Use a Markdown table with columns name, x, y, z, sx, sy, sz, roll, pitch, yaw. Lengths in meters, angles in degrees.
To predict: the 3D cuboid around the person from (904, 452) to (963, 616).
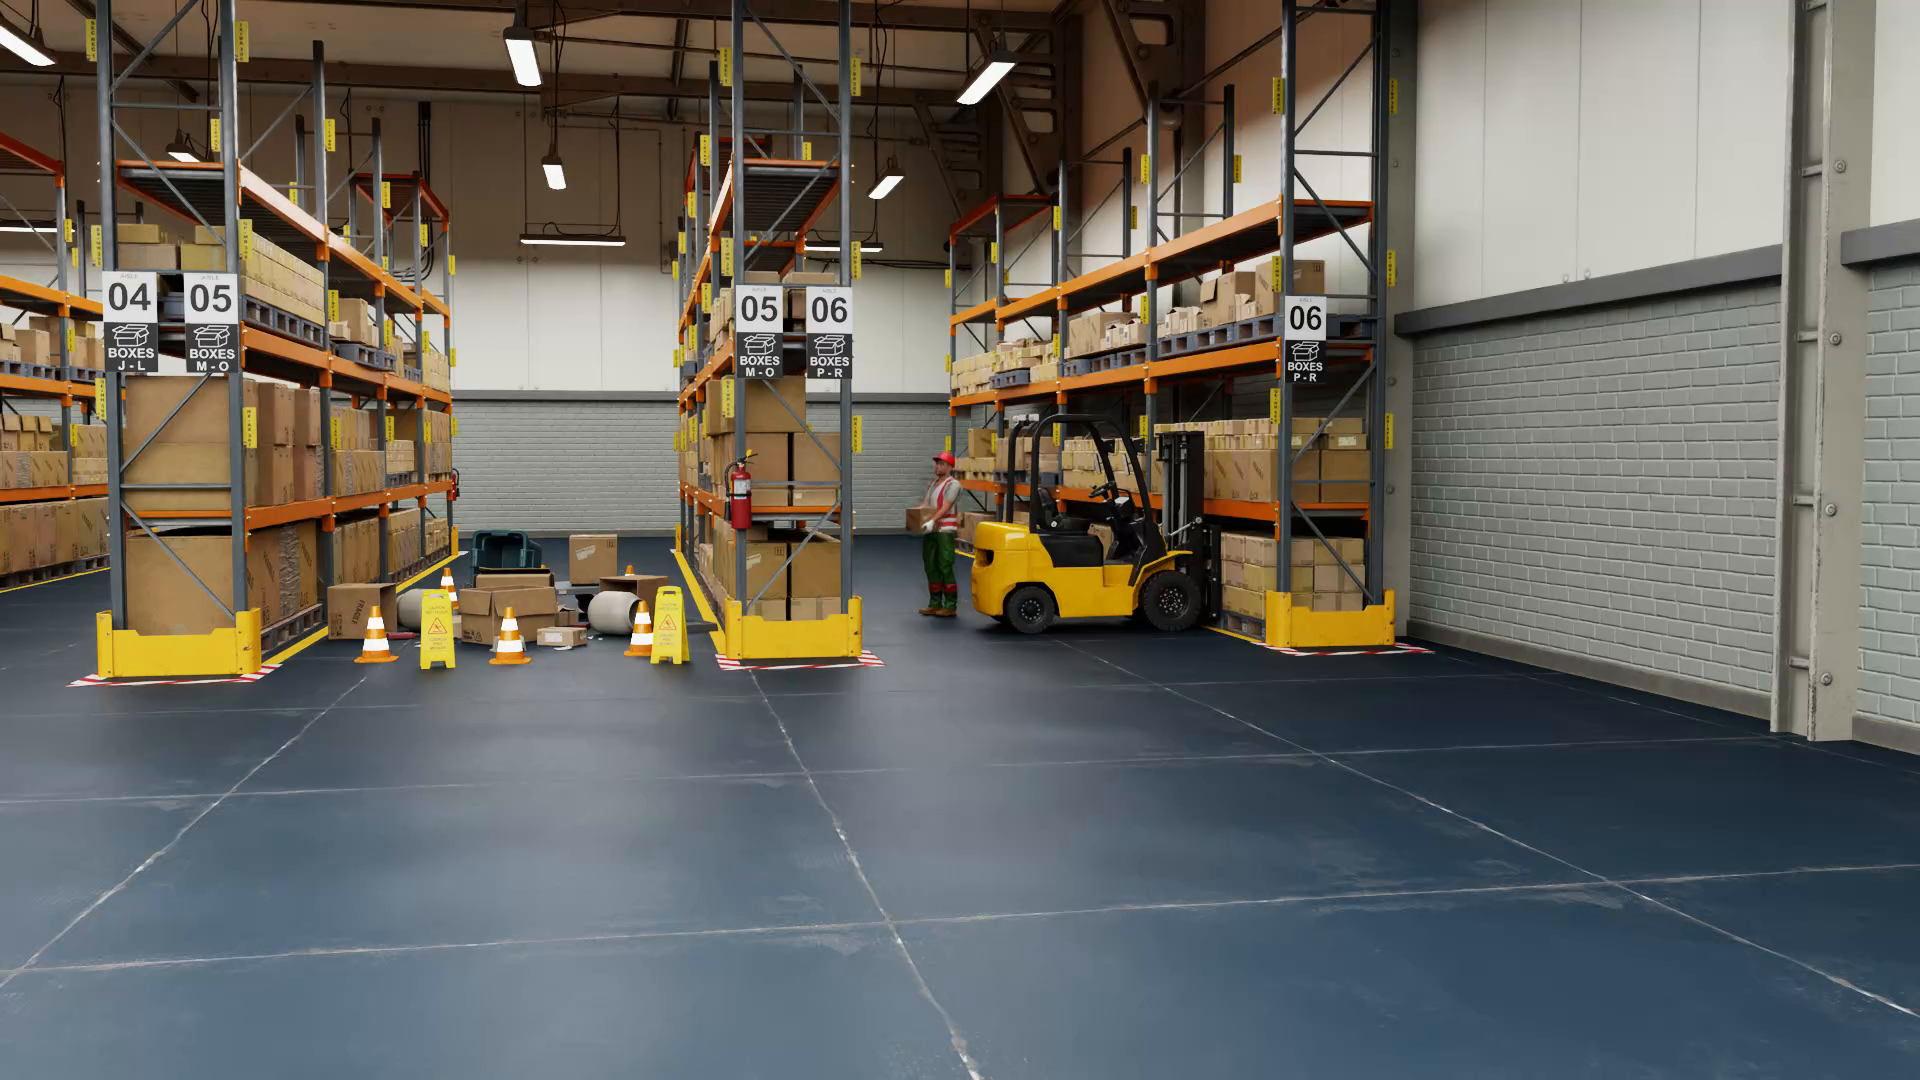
| name | x | y | z | sx | sy | sz | roll | pitch | yaw |
| --- | --- | --- | --- | --- | --- | --- | --- | --- | --- |
| person | -0.292 | -0.065 | 18.085 | 0.560 | 1.788 | 0.502 | -2 | 4 | -39 |
